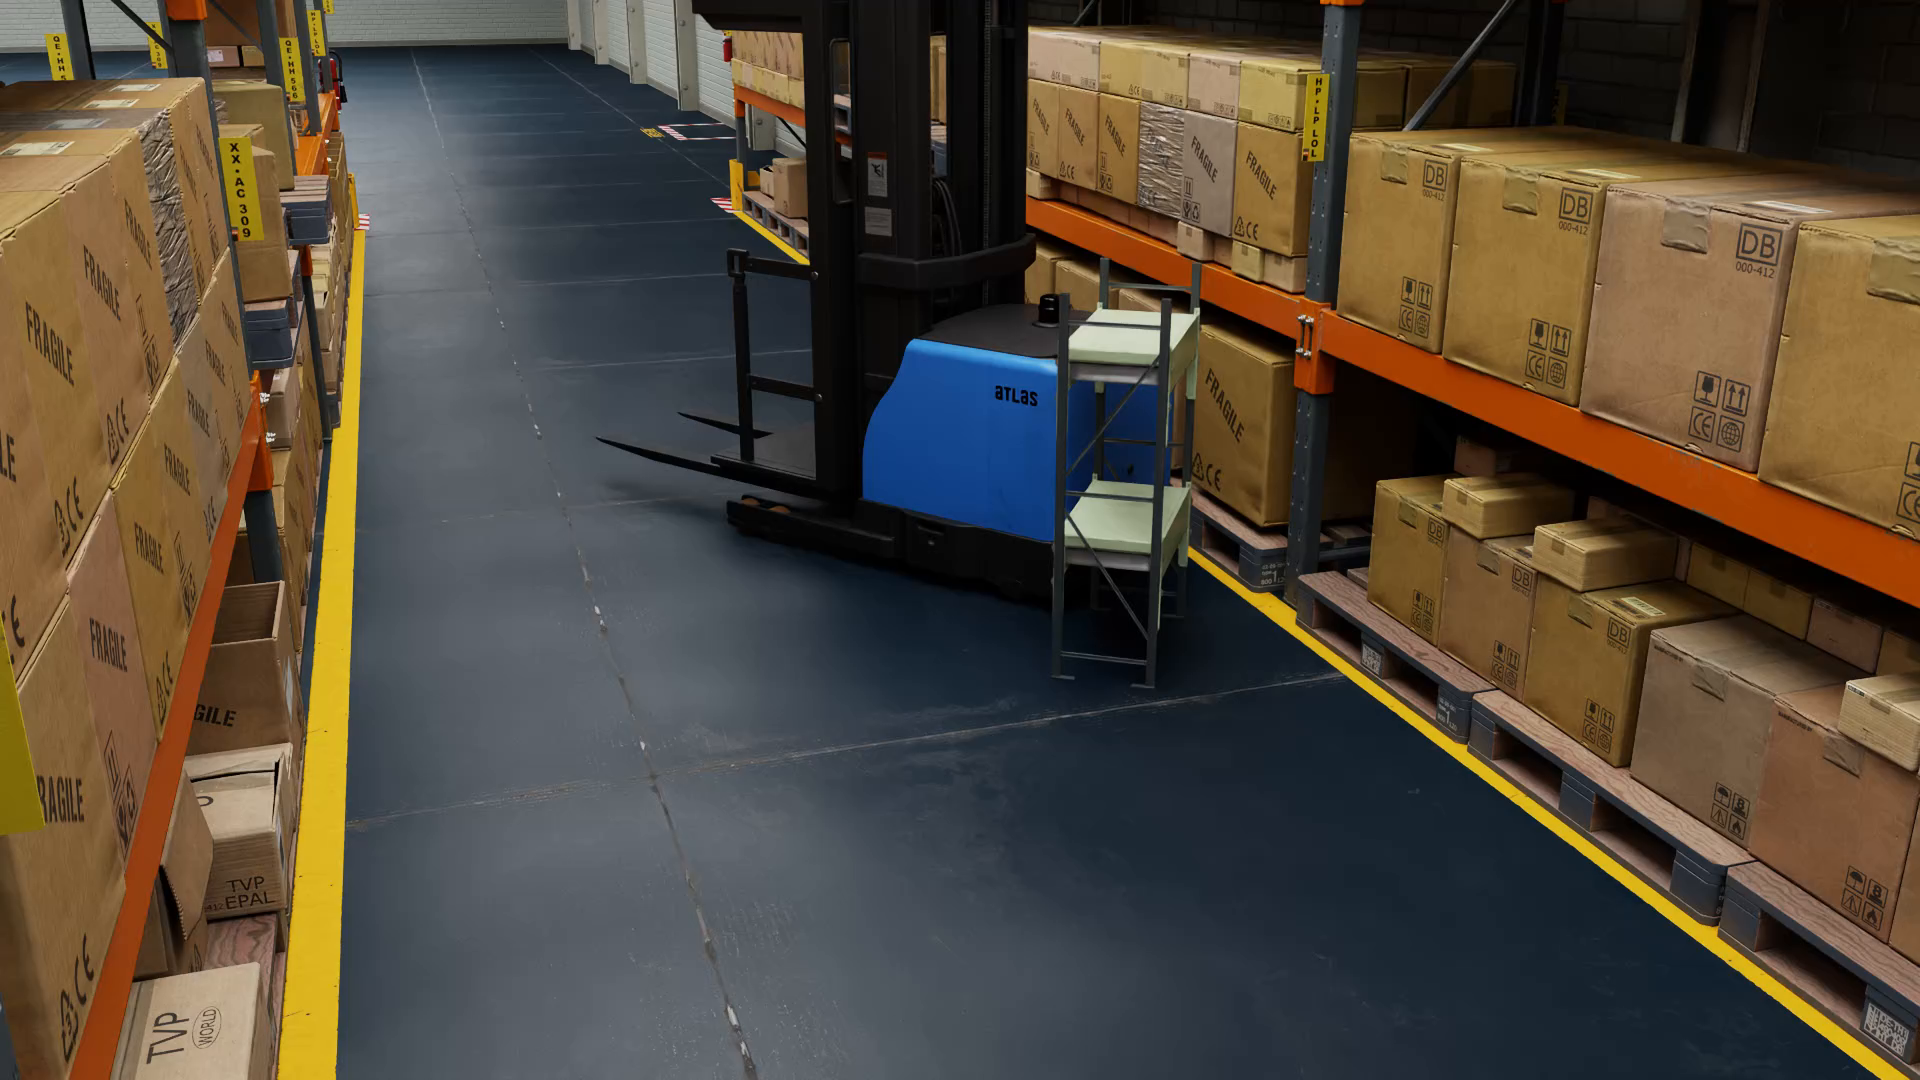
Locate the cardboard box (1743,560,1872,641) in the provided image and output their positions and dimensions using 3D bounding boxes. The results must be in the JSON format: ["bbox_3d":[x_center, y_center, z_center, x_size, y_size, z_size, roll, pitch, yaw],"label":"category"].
[{"bbox_3d":[2.658,0.175,5.110,0.380,0.149,0.250,-6,21,-17],"label":"cardboard box"}]

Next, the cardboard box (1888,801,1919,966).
[{"bbox_3d":[2.829,0.868,4.140,0.700,0.500,0.500,-6,21,-17],"label":"cardboard box"}]

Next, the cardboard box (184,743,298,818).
[{"bbox_3d":[-2.191,0.748,4.963,0.380,0.149,0.250,-6,21,-17],"label":"cardboard box"}]

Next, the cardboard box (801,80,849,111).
[{"bbox_3d":[-1.064,-3.807,14.269,0.500,0.250,0.500,-6,21,-17],"label":"cardboard box"}]

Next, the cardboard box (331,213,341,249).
[{"bbox_3d":[-4.929,-2.288,12.467,0.500,0.311,0.500,-6,21,-17],"label":"cardboard box"}]

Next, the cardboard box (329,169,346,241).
[{"bbox_3d":[-5.177,-2.659,13.219,0.500,0.500,0.500,-6,21,-17],"label":"cardboard box"}]

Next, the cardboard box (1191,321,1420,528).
[{"bbox_3d":[1.559,-0.561,7.601,0.750,0.750,0.750,-6,21,-17],"label":"cardboard box"}]

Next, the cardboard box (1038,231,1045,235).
[{"bbox_3d":[0.303,-1.898,11.811,0.700,0.500,0.500,-6,21,-17],"label":"cardboard box"}]

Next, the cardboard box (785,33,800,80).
[{"bbox_3d":[-1.232,-4.318,14.584,0.500,0.500,0.500,-7,21,-18],"label":"cardboard box"}]

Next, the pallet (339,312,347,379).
[{"bbox_3d":[-4.673,-1.284,11.178,1.003,0.211,1.213,-6,21,-17],"label":"pallet"}]

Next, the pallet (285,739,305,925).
[{"bbox_3d":[-2.599,0.880,5.155,1.003,0.211,1.213,-6,21,-17],"label":"pallet"}]

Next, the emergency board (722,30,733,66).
[{"bbox_3d":[-3.470,-7.621,24.698,0.194,1.169,0.643,-6,21,-17],"label":"emergency board"}]

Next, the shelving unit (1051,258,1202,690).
[{"bbox_3d":[0.650,-0.275,6.463,0.431,1.500,0.755,6,20,15],"label":"shelving unit"}]

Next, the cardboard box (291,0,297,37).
[{"bbox_3d":[-5.791,-4.343,13.502,0.700,0.500,0.500,-6,21,-17],"label":"cardboard box"}]

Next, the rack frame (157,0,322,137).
[{"bbox_3d":[-5.329,-3.220,12.445,1.000,3.000,0.127,-6,21,-17],"label":"rack frame"}]

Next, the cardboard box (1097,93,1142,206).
[{"bbox_3d":[1.021,-1.983,8.383,0.500,0.500,0.500,-6,21,-16],"label":"cardboard box"}]

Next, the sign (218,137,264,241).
[{"bbox_3d":[-2.302,-1.121,5.319,0.100,0.325,0.005,-6,21,-17],"label":"sign"}]

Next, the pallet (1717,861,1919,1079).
[{"bbox_3d":[2.819,1.167,4.355,1.003,0.211,1.213,-6,21,-17],"label":"pallet"}]

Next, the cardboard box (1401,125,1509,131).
[{"bbox_3d":[1.982,-1.552,7.181,0.500,0.500,0.500,-7,21,-19],"label":"cardboard box"}]

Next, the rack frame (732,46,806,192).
[{"bbox_3d":[-1.885,-5.032,17.488,1.000,3.000,0.127,-6,21,-17],"label":"rack frame"}]

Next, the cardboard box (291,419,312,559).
[{"bbox_3d":[-3.063,-0.196,7.072,0.500,0.500,0.500,-6,21,-17],"label":"cardboard box"}]

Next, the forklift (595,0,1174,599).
[{"bbox_3d":[-0.505,-1.504,7.767,3.031,2.935,1.130,14,24,34],"label":"forklift"}]

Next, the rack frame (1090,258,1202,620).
[{"bbox_3d":[0.750,-0.394,6.794,0.400,1.500,0.023,6,20,15],"label":"rack frame"}]

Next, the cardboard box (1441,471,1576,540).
[{"bbox_3d":[1.959,-0.127,5.950,0.380,0.149,0.250,-6,21,-15],"label":"cardboard box"}]

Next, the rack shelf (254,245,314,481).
[{"bbox_3d":[-3.443,-0.956,7.206,1.077,0.370,4.000,-6,21,-17],"label":"rack shelf"}]

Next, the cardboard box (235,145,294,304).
[{"bbox_3d":[-2.751,-1.074,5.699,0.700,0.500,0.500,-15,24,-35],"label":"cardboard box"}]

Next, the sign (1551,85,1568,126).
[{"bbox_3d":[2.414,-1.685,6.772,0.100,0.325,0.005,-6,21,-17],"label":"sign"}]

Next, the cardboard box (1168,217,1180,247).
[{"bbox_3d":[1.219,-1.481,7.944,0.380,0.149,0.250,-6,21,-17],"label":"cardboard box"}]

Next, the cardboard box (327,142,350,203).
[{"bbox_3d":[-5.807,-3.301,15.006,0.500,0.500,0.500,-6,21,-17],"label":"cardboard box"}]

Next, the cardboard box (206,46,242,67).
[{"bbox_3d":[-5.618,-3.637,12.498,0.380,0.149,0.250,-6,21,-17],"label":"cardboard box"}]

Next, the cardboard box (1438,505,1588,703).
[{"bbox_3d":[2.180,0.211,5.970,0.700,0.500,0.500,-7,21,-18],"label":"cardboard box"}]

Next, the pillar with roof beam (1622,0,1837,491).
[{"bbox_3d":[-1.158,-3.414,4.109,9.100,9.000,0.400,-6,21,-17],"label":"pillar with roof beam"}]

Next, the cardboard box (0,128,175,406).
[{"bbox_3d":[-1.931,-0.549,3.379,0.500,0.500,0.500,-7,21,-18],"label":"cardboard box"}]

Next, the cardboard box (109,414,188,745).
[{"bbox_3d":[-1.768,0.087,3.090,0.500,0.500,0.500,-6,21,-17],"label":"cardboard box"}]

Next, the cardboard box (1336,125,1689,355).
[{"bbox_3d":[2.042,-1.146,6.226,0.980,0.700,0.700,-6,21,-16],"label":"cardboard box"}]

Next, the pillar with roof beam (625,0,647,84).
[{"bbox_3d":[-10.588,-13.041,30.912,9.100,9.000,0.400,-6,21,-17],"label":"pillar with roof beam"}]

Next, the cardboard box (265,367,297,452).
[{"bbox_3d":[-3.049,-0.539,6.917,0.500,0.250,0.500,-6,21,-17],"label":"cardboard box"}]

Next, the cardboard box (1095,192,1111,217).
[{"bbox_3d":[0.944,-1.815,8.875,0.380,0.149,0.250,-6,21,-16],"label":"cardboard box"}]

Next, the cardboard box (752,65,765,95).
[{"bbox_3d":[-1.701,-4.451,16.063,0.500,0.250,0.500,-7,21,-18],"label":"cardboard box"}]

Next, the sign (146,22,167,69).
[{"bbox_3d":[-5.855,-3.606,12.120,0.100,0.325,0.005,-6,21,-17],"label":"sign"}]

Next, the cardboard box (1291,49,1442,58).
[{"bbox_3d":[1.819,-2.073,7.522,0.500,0.250,0.500,-6,21,-17],"label":"cardboard box"}]

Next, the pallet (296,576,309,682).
[{"bbox_3d":[-3.106,0.402,6.485,1.003,0.211,1.213,-6,21,-17],"label":"pallet"}]

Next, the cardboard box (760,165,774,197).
[{"bbox_3d":[-1.752,-3.742,17.223,0.500,0.311,0.500,-9,22,-23],"label":"cardboard box"}]

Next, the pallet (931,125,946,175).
[{"bbox_3d":[0.305,-2.591,10.978,1.213,0.211,1.003,-6,21,-17],"label":"pallet"}]

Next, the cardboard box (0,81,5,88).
[{"bbox_3d":[-2.933,-0.990,4.608,0.500,0.500,0.500,-6,21,-16],"label":"cardboard box"}]

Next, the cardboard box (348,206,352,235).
[{"bbox_3d":[-5.654,-2.787,14.684,0.500,0.250,0.500,-6,21,-17],"label":"cardboard box"}]

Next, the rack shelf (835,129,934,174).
[{"bbox_3d":[0.001,-2.768,12.249,1.077,0.370,4.000,-6,21,-17],"label":"rack shelf"}]

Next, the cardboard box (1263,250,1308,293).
[{"bbox_3d":[1.512,-1.150,7.024,0.380,0.149,0.250,-6,21,-17],"label":"cardboard box"}]

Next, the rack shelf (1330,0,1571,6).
[{"bbox_3d":[2.516,-1.612,4.594,1.077,0.370,4.000,-6,21,-17],"label":"rack shelf"}]

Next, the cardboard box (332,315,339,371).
[{"bbox_3d":[-4.116,-1.201,10.269,0.500,0.250,0.500,-7,21,-19],"label":"cardboard box"}]

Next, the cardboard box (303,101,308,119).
[{"bbox_3d":[-5.800,-3.739,13.742,0.700,0.500,0.500,-6,21,-16],"label":"cardboard box"}]

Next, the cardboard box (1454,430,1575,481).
[{"bbox_3d":[2.168,-0.324,6.498,0.380,0.149,0.250,-7,21,-18],"label":"cardboard box"}]

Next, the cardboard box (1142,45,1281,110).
[{"bbox_3d":[1.186,-2.182,7.826,0.500,0.250,0.500,-6,21,-16],"label":"cardboard box"}]

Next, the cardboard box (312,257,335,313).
[{"bbox_3d":[-4.289,-1.635,10.648,0.500,0.311,0.500,-7,21,-19],"label":"cardboard box"}]

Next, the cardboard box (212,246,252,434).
[{"bbox_3d":[-2.414,-0.567,4.910,0.500,0.500,0.500,-6,21,-16],"label":"cardboard box"}]

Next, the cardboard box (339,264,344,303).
[{"bbox_3d":[-4.766,-1.859,12.102,0.500,0.250,0.500,-7,21,-18],"label":"cardboard box"}]

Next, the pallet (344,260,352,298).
[{"bbox_3d":[-5.539,-2.168,13.639,1.003,0.211,1.213,-6,21,-17],"label":"pallet"}]

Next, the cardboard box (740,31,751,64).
[{"bbox_3d":[-1.874,-4.979,16.423,0.500,0.500,0.500,-6,21,-17],"label":"cardboard box"}]
